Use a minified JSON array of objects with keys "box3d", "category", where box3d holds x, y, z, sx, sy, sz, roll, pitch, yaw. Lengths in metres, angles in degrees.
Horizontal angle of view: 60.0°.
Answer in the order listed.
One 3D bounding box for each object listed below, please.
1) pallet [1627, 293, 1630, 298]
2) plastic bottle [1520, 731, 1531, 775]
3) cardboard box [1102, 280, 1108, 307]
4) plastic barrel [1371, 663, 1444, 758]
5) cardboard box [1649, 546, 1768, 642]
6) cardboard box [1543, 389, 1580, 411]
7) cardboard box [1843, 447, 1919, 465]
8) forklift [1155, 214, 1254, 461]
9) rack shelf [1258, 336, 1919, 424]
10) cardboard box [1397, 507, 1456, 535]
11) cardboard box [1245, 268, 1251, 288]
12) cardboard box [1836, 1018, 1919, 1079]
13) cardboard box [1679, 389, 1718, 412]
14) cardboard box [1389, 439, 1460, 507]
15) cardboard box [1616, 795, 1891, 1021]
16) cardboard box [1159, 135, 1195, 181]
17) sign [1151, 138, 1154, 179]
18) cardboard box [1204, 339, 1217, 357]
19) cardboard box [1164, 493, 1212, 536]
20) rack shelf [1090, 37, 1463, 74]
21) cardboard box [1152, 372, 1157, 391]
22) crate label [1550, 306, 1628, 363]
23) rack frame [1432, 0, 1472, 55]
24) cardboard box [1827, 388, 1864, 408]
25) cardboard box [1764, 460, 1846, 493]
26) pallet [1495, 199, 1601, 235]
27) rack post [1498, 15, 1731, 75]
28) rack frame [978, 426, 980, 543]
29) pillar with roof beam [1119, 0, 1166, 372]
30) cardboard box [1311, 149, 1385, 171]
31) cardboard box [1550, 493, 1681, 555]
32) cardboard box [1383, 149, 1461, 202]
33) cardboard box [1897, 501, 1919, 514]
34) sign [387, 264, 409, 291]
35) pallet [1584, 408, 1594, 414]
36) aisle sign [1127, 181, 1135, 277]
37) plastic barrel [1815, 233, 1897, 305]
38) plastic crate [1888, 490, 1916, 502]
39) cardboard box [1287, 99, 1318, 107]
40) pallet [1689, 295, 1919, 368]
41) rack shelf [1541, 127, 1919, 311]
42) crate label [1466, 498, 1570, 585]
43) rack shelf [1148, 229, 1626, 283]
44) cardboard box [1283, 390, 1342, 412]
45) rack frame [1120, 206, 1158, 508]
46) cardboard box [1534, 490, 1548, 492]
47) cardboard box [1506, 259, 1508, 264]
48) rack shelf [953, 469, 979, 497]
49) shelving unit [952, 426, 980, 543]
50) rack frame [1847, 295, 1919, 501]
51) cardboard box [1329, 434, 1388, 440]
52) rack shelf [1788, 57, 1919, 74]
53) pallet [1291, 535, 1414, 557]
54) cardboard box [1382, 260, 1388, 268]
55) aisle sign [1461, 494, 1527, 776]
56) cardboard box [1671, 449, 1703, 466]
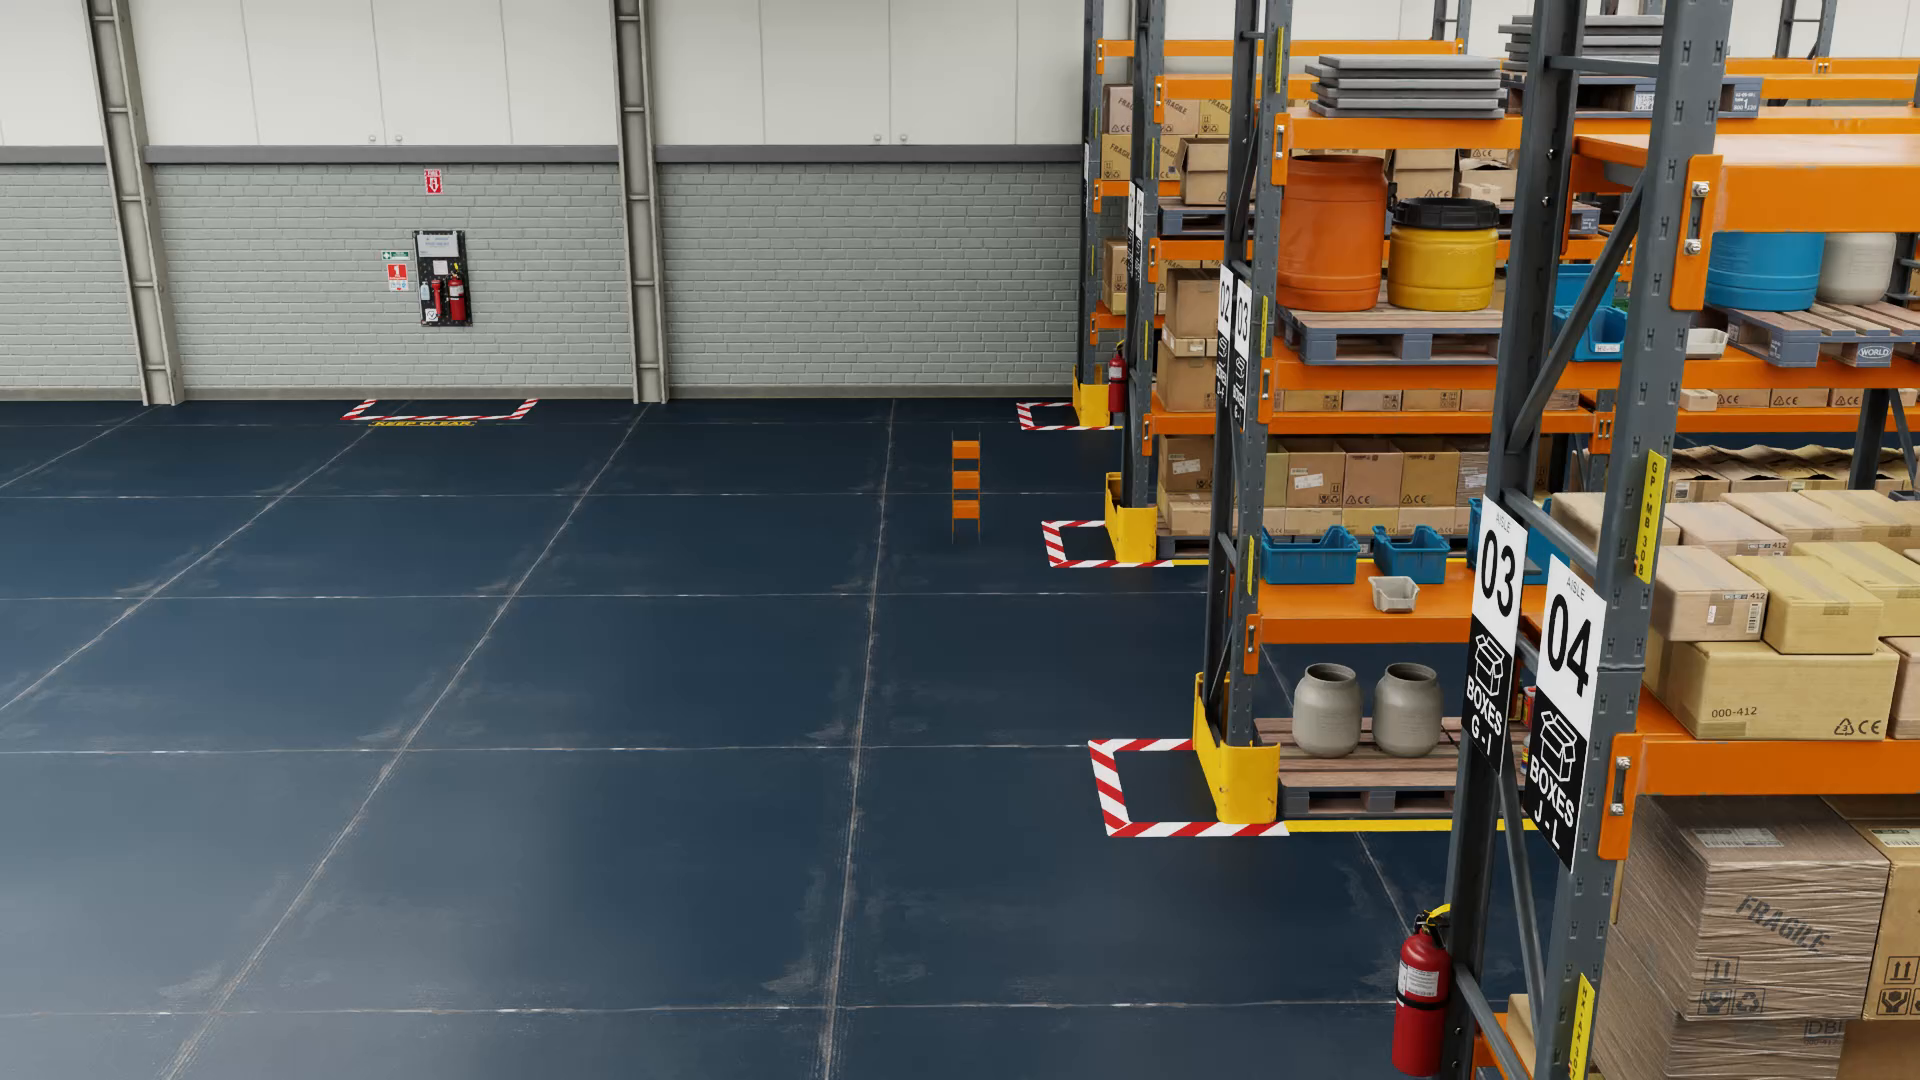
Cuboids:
[{"box3d":[7.508,-2.843,19.516,1.213,0.211,1.003,0,18,-1],"category":"pallet"},{"box3d":[3.462,1.284,10.083,0.097,0.271,0.097,0,18,0],"category":"plastic bottle"},{"box3d":[1.952,-2.917,19.647,0.500,0.250,0.500,0,18,0],"category":"cardboard box"},{"box3d":[2.802,1.064,10.409,0.421,0.512,0.421,0,18,0],"category":"plastic barrel"},{"box3d":[2.002,0.143,4.575,0.250,0.149,0.380,0,18,-1],"category":"cardboard box"},{"box3d":[5.126,-1.468,14.751,0.500,0.500,0.700,-1,18,-2],"category":"cardboard box"},{"box3d":[8.516,-0.683,15.365,0.500,0.311,0.500,-1,18,-2],"category":"cardboard box"},{"box3d":[3.624,-2.117,17.052,3.031,2.935,1.130,-1,18,-2],"category":"forklift"},{"box3d":[3.644,-0.987,9.685,4.000,0.370,1.077,0,18,-1],"category":"rack shelf"},{"box3d":[4.109,-0.240,14.900,0.500,0.250,0.500,0,18,-1],"category":"cardboard box"},{"box3d":[2.616,-2.073,14.514,0.500,0.500,0.700,-1,18,-2],"category":"cardboard box"},{"box3d":[2.771,1.398,5.330,0.500,0.500,0.875,0,18,-1],"category":"cardboard box"},{"box3d":[6.459,-1.246,14.636,0.250,0.149,0.380,0,18,-1],"category":"cardboard box"},{"box3d":[4.109,-0.601,14.798,0.500,0.500,0.500,0,18,-1],"category":"cardboard box"},{"box3d":[2.277,1.036,4.823,0.500,0.500,0.500,0,18,-1],"category":"cardboard box"},{"box3d":[2.364,-4.320,18.700,0.500,0.500,0.500,1,18,3],"category":"cardboard box"},{"box3d":[1.573,-3.118,13.587,0.005,0.325,0.100,0,18,-1],"category":"sign"},{"box3d":[2.230,-1.700,14.412,0.250,0.149,0.380,-1,18,-2],"category":"cardboard box"},{"box3d":[2.110,-0.230,14.871,0.500,0.250,0.500,0,18,-1],"category":"cardboard box"},{"box3d":[3.488,-5.440,18.659,4.000,0.370,1.077,0,18,-1],"category":"rack shelf"},{"box3d":[2.181,-1.823,19.703,0.500,0.311,0.500,-2,18,-7],"category":"cardboard box"},{"box3d":[3.521,-1.158,9.281,0.408,0.251,0.502,0,18,-1],"category":"crate label"},{"box3d":[5.488,-5.794,18.579,0.127,3.000,1.000,0,18,-1],"category":"rack frame"},{"box3d":[7.891,-1.478,14.783,0.500,0.500,0.500,-1,18,-4],"category":"cardboard box"},{"box3d":[7.524,-0.516,14.843,0.500,0.311,0.500,0,18,1],"category":"cardboard box"},{"box3d":[4.717,-2.798,14.297,1.213,0.211,1.003,0,18,-1],"category":"pallet"},{"box3d":[3.581,-2.732,9.157,0.954,0.300,0.937,-1,18,-2],"category":"rack post"},{"box3d":[0.175,-0.501,15.092,0.008,1.050,0.200,0,18,-1],"category":"rack frame"},{"box3d":[2.242,-4.727,15.254,0.400,9.000,9.100,0,18,-1],"category":"pillar with roof beam"},{"box3d":[3.235,-3.072,13.925,0.500,0.500,0.500,0,18,-1],"category":"cardboard box"},{"box3d":[1.995,-0.023,5.092,0.250,0.149,0.380,0,18,-1],"category":"cardboard box"},{"box3d":[3.921,-3.199,14.315,0.637,0.503,0.797,2,18,5],"category":"cardboard box"},{"box3d":[3.029,0.005,5.005,0.250,0.149,0.380,0,18,0],"category":"cardboard box"},{"box3d":[-6.851,-3.202,20.263,0.234,0.329,0.001,0,18,-1],"category":"sign"},{"box3d":[7.489,-1.620,19.956,1.213,0.211,1.003,0,18,-1],"category":"pallet"},{"box3d":[1.500,-2.732,14.600,0.004,0.787,0.394,0,18,-1],"category":"aisle sign"},{"box3d":[5.210,-1.651,9.704,0.421,0.512,0.421,0,18,0],"category":"plastic barrel"},{"box3d":[6.123,-0.038,10.352,0.583,0.464,0.402,0,18,-1],"category":"plastic crate"},{"box3d":[3.921,-4.802,18.564,0.500,0.500,0.500,-1,18,-3],"category":"cardboard box"},{"box3d":[4.924,-1.216,9.530,1.003,0.211,1.213,0,18,-1],"category":"pallet"},{"box3d":[3.722,-0.901,4.511,4.000,0.370,1.077,0,18,-1],"category":"rack shelf"},{"box3d":[3.480,0.000,10.283,0.616,0.435,0.502,0,18,-1],"category":"crate label"},{"box3d":[3.570,-2.500,14.401,4.000,0.370,1.077,0,18,-1],"category":"rack shelf"},{"box3d":[3.059,-1.456,14.713,0.500,0.500,0.700,0,18,0],"category":"cardboard box"},{"box3d":[1.570,-1.405,14.719,0.127,3.000,1.000,0,18,-1],"category":"rack frame"},{"box3d":[5.101,-0.405,15.417,0.500,0.250,0.500,0,18,-1],"category":"cardboard box"},{"box3d":[6.556,-3.187,19.390,0.500,0.500,0.700,2,18,5],"category":"cardboard box"},{"box3d":[0.053,-0.490,15.094,0.240,0.259,0.215,0,18,-1],"category":"rack shelf"},{"box3d":[0.053,-0.500,15.090,0.252,1.050,0.215,0,18,-1],"category":"shelving unit"},{"box3d":[5.644,0.089,10.063,0.127,3.000,1.000,0,18,-1],"category":"rack frame"},{"box3d":[3.601,-0.757,15.287,0.500,0.500,0.500,0,18,-1],"category":"cardboard box"},{"box3d":[11.487,-5.290,18.840,4.000,0.370,1.077,0,18,-1],"category":"rack shelf"},{"box3d":[3.551,-0.099,15.212,1.213,0.211,1.003,0,18,-1],"category":"pallet"},{"box3d":[5.020,-3.136,19.099,0.500,0.500,0.500,0,18,-1],"category":"cardboard box"},{"box3d":[1.656,0.291,5.175,0.004,0.787,0.394,0,18,-1],"category":"aisle sign"},{"box3d":[6.490,-0.676,15.342,0.500,0.311,0.500,0,18,1],"category":"cardboard box"}]
